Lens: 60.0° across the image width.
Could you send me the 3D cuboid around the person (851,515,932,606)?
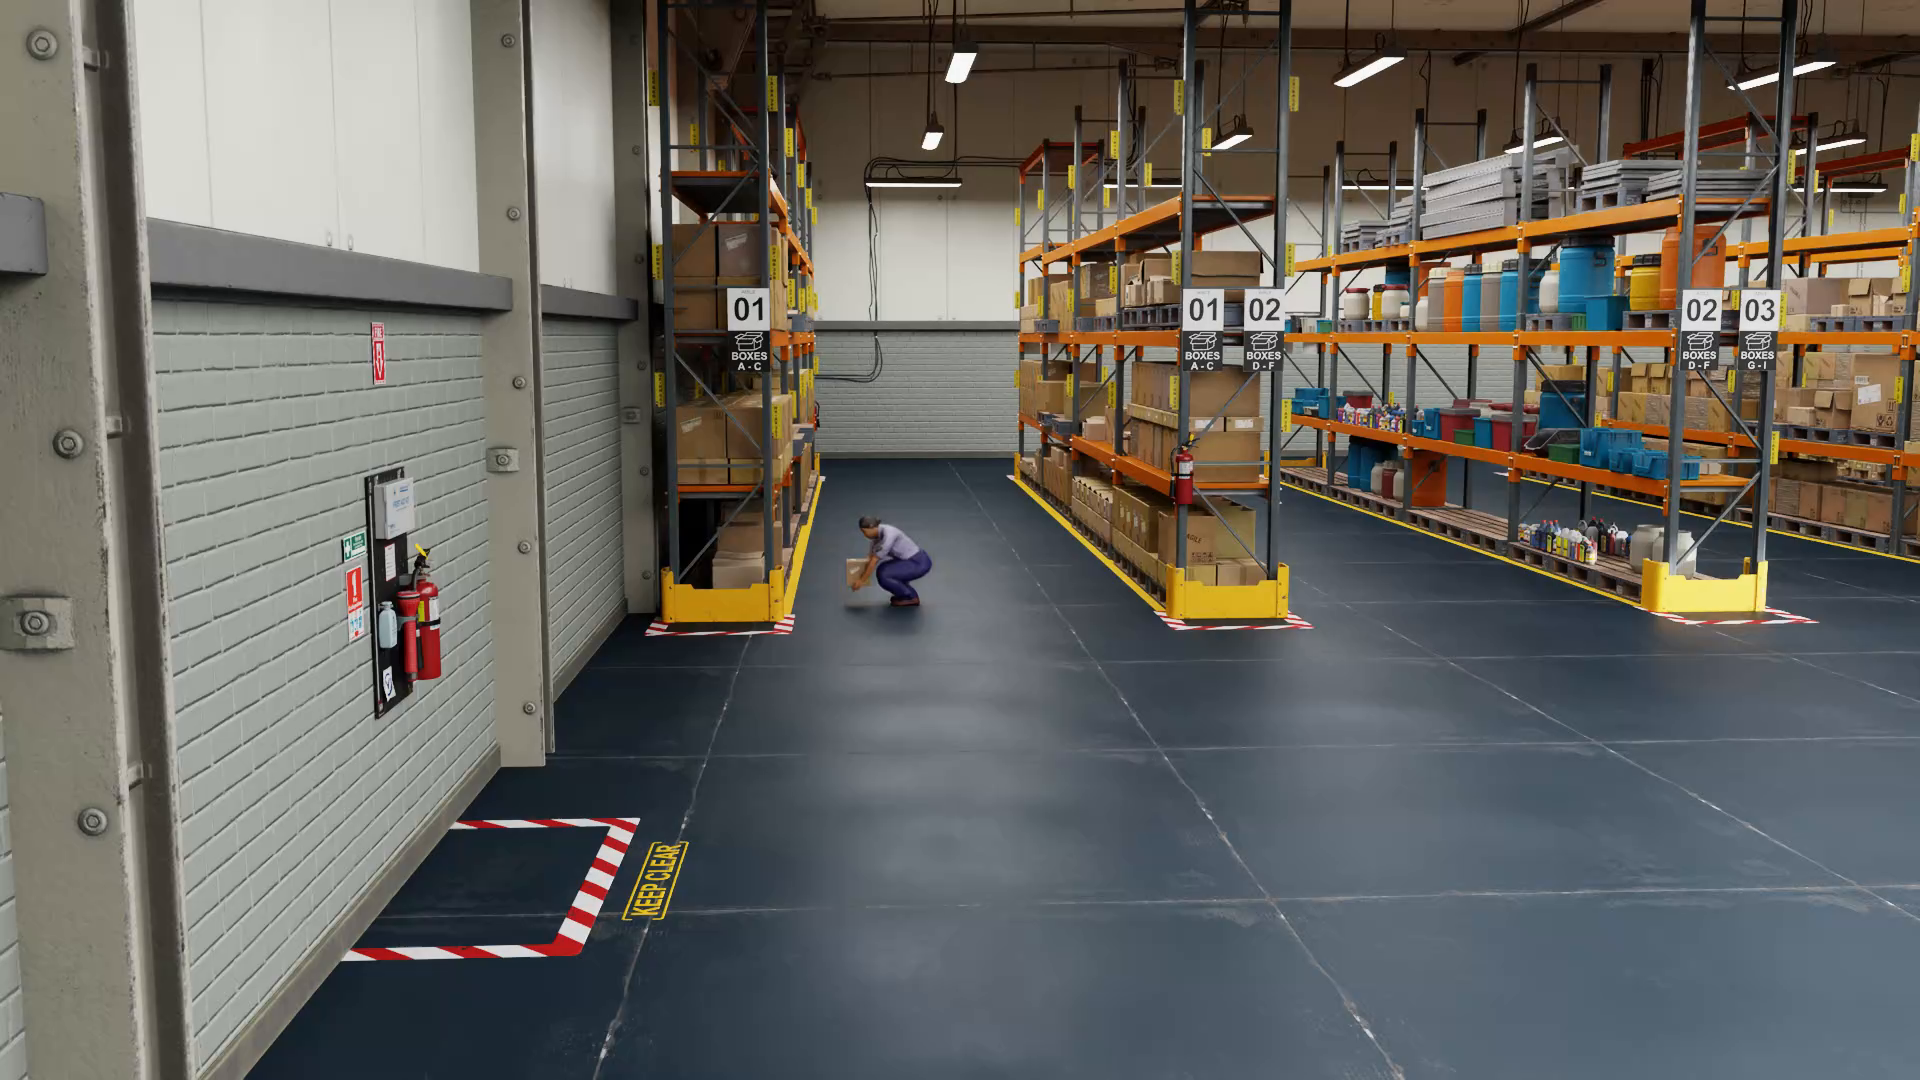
[{"bbox_3d":[-0.715,0.199,17.174,0.845,0.940,0.516,-1,7,-5],"label":"person"}]
